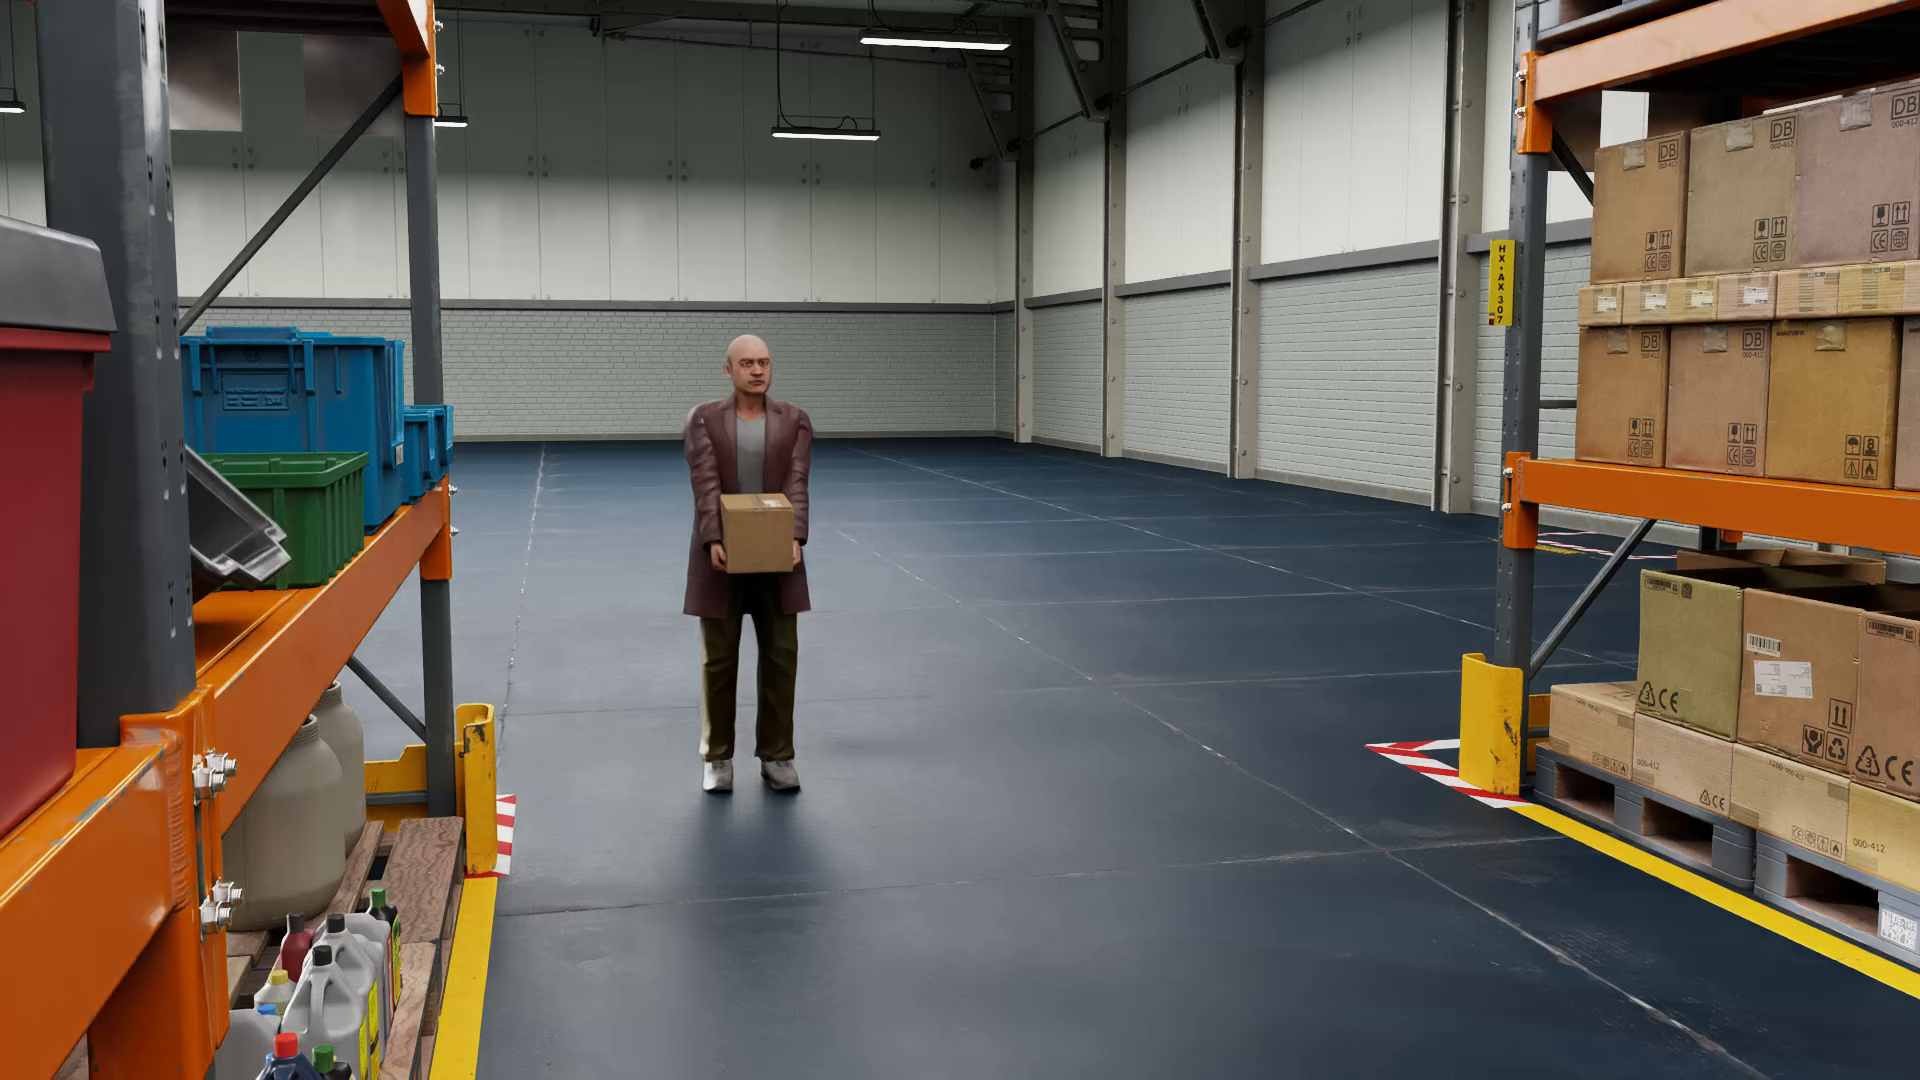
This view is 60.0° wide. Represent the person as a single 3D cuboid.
[{"bbox_3d":[-0.815,0.093,6.510,0.527,1.780,0.559,-2,6,-15],"label":"person"}]
